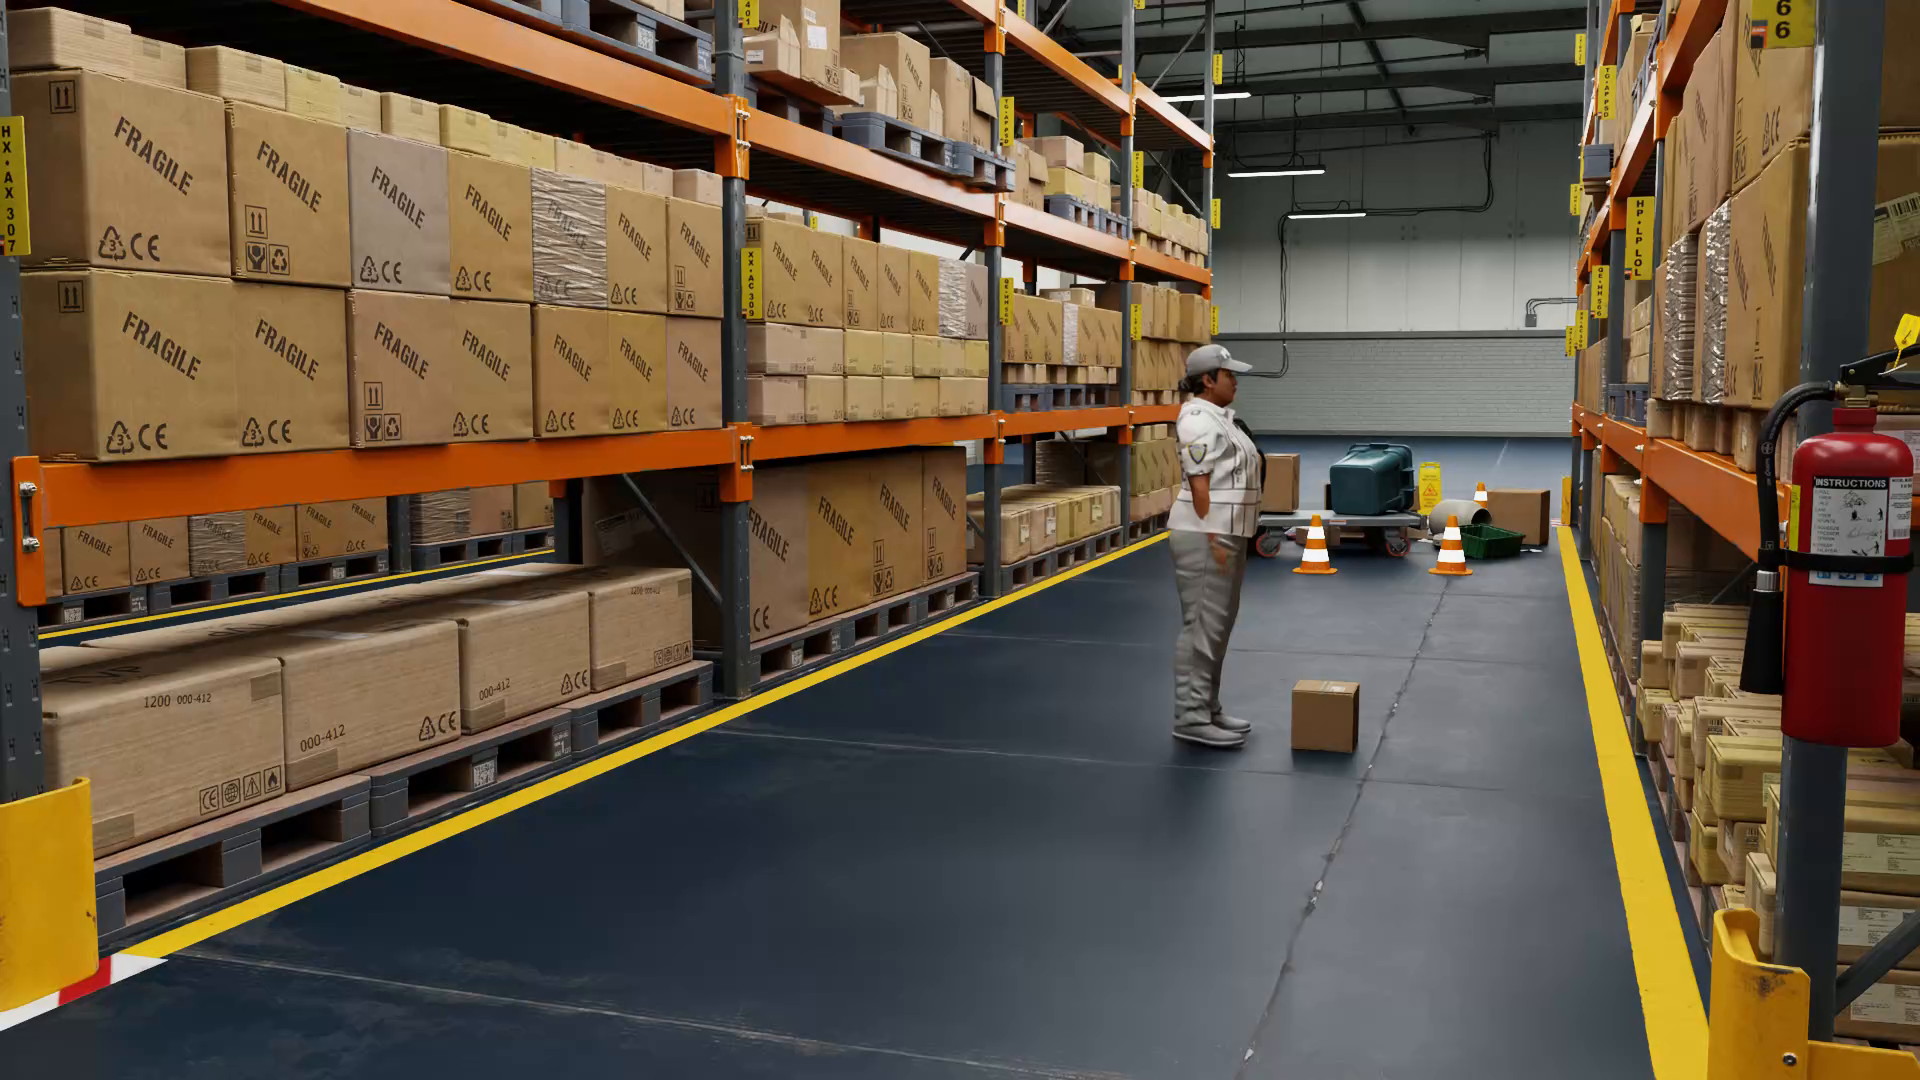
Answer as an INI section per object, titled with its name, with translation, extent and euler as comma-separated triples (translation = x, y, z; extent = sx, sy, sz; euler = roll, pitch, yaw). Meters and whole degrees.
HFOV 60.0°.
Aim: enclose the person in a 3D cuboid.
[person]
translation = 1.079, 0.011, 7.048
extent = 0.383, 1.668, 0.468
euler = 2, 6, 19
